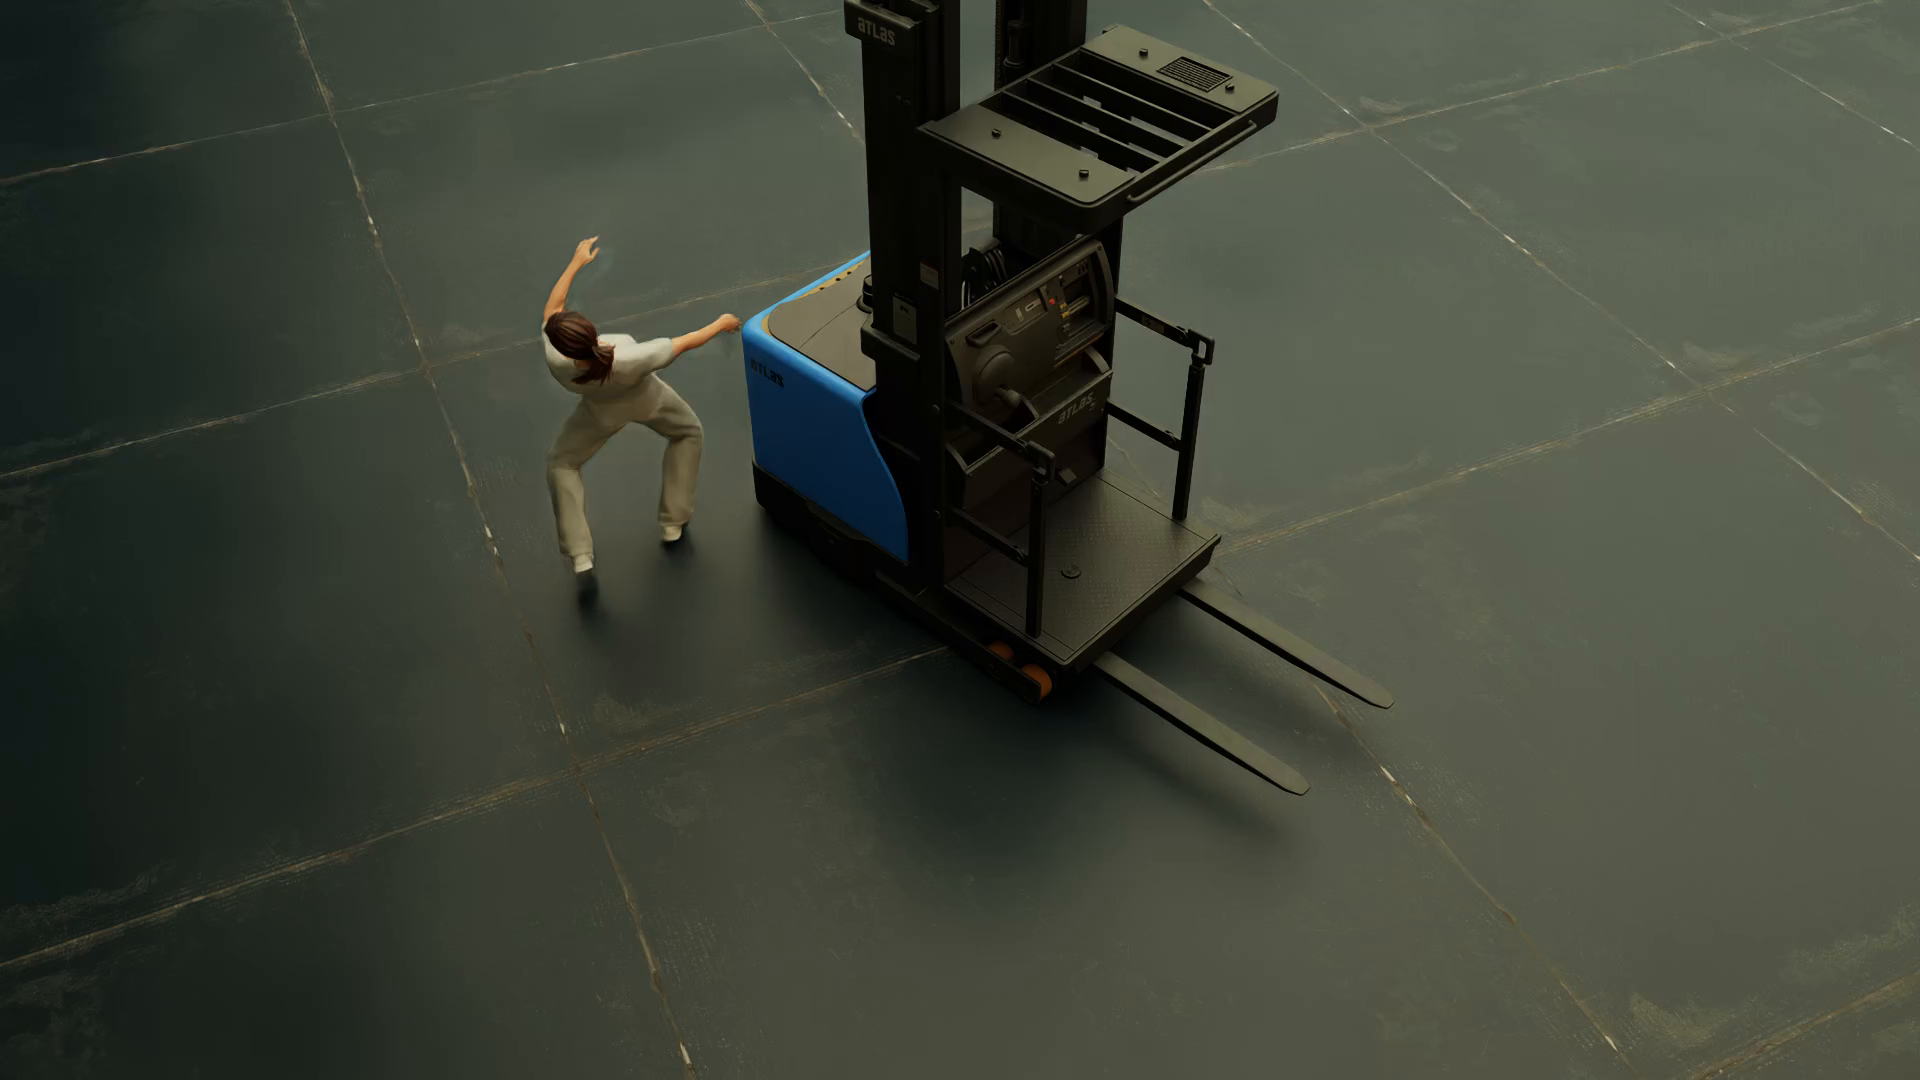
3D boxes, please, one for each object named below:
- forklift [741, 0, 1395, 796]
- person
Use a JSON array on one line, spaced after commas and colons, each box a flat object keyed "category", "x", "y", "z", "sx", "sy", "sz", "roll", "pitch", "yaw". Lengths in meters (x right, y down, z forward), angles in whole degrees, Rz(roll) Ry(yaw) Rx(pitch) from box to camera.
[{"category": "forklift", "x": 0.445, "y": -0.788, "z": 6.525, "sx": 3.031, "sy": 2.935, "sz": 1.130, "roll": 32, "pitch": 52, "yaw": 30}, {"category": "person", "x": -1.399, "y": -0.583, "z": 7.377, "sx": 0.987, "sy": 1.430, "sz": 0.719, "roll": -12, "pitch": 44, "yaw": -13}]
